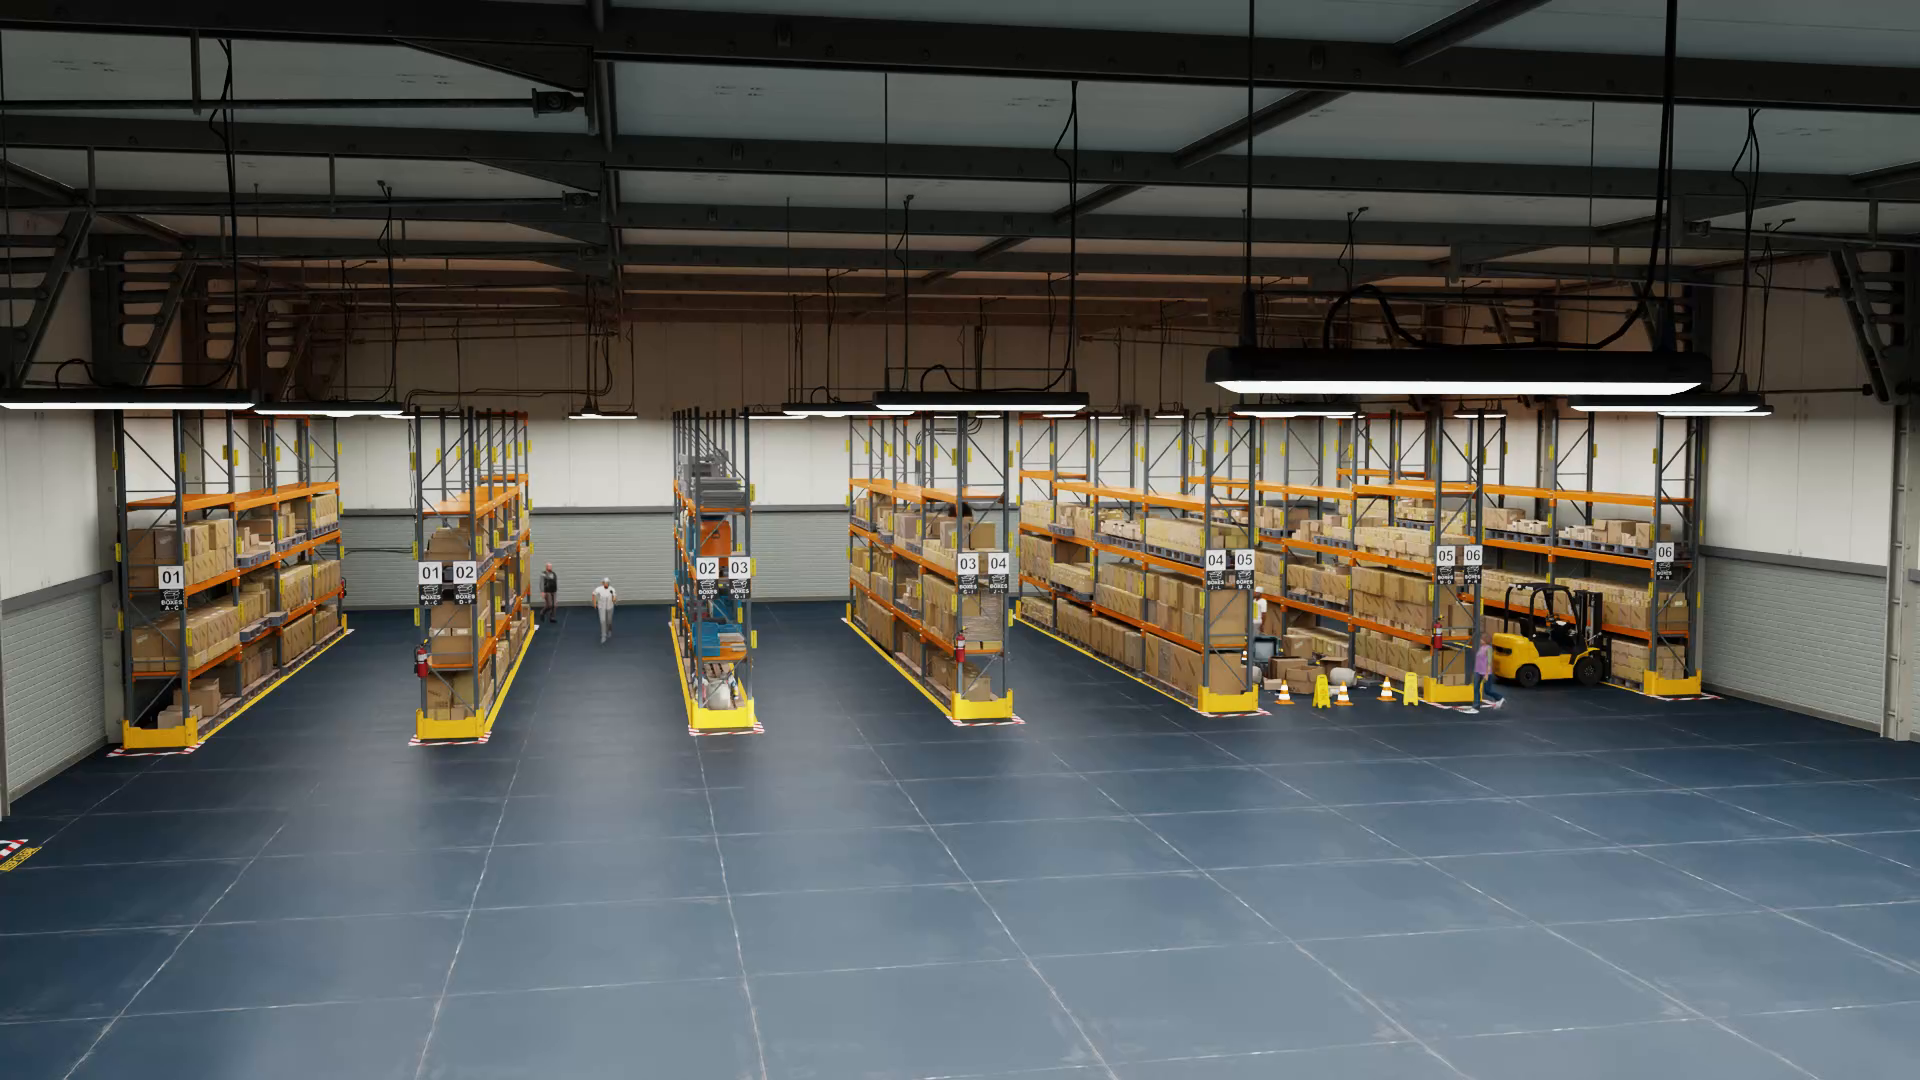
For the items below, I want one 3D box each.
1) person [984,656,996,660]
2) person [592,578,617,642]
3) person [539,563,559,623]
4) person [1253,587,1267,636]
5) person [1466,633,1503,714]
[{"bbox_3d":[0.745,2.093,39.978,0.439,1.571,0.516,-1,4,-16],"label":"person"},{"bbox_3d":[-9.259,1.795,43.337,0.657,1.620,0.993,-1,4,-11],"label":"person"},{"bbox_3d":[-11.651,1.497,47.182,0.512,1.711,0.541,3,5,33],"label":"person"},{"bbox_3d":[7.136,2.004,40.015,0.468,1.771,0.607,0,4,6],"label":"person"},{"bbox_3d":[10.308,2.614,32.591,0.762,1.575,0.407,-2,5,-31],"label":"person"}]
